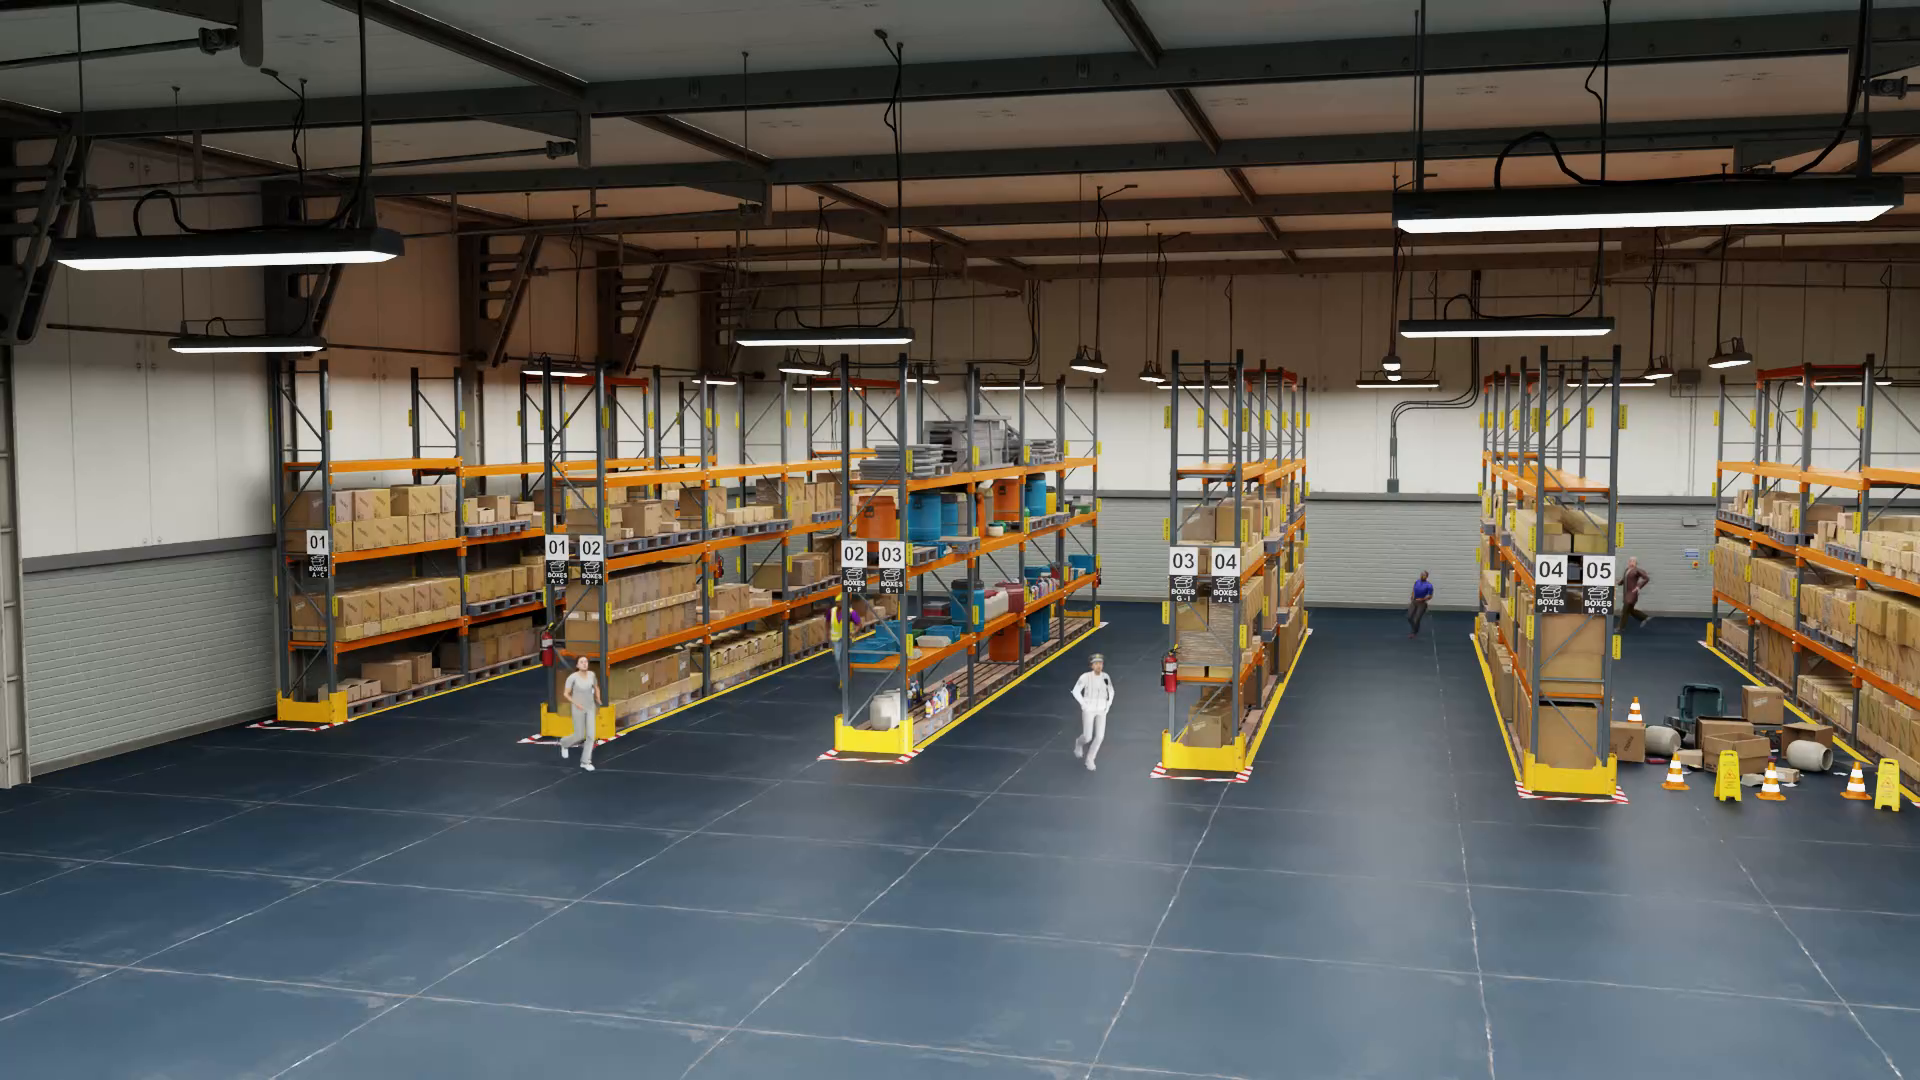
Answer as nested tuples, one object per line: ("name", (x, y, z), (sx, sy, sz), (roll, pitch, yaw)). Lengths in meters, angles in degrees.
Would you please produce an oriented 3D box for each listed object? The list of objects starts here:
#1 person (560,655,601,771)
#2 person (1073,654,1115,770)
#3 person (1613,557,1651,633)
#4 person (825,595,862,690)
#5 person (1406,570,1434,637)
("person", (-5.464, 2.474, 24.023), (0.573, 1.641, 0.746), (-3, 5, -40))
("person", (1.937, 2.462, 24.078), (0.642, 1.674, 0.610), (-1, 4, -14))
("person", (15.824, 1.282, 39.182), (1.040, 1.773, 0.710), (0, 4, -7))
("person", (-2.206, 1.890, 31.334), (0.726, 1.749, 0.897), (1, 4, 10))
("person", (10.536, 1.471, 38.126), (0.647, 1.568, 0.538), (4, 6, 43))
